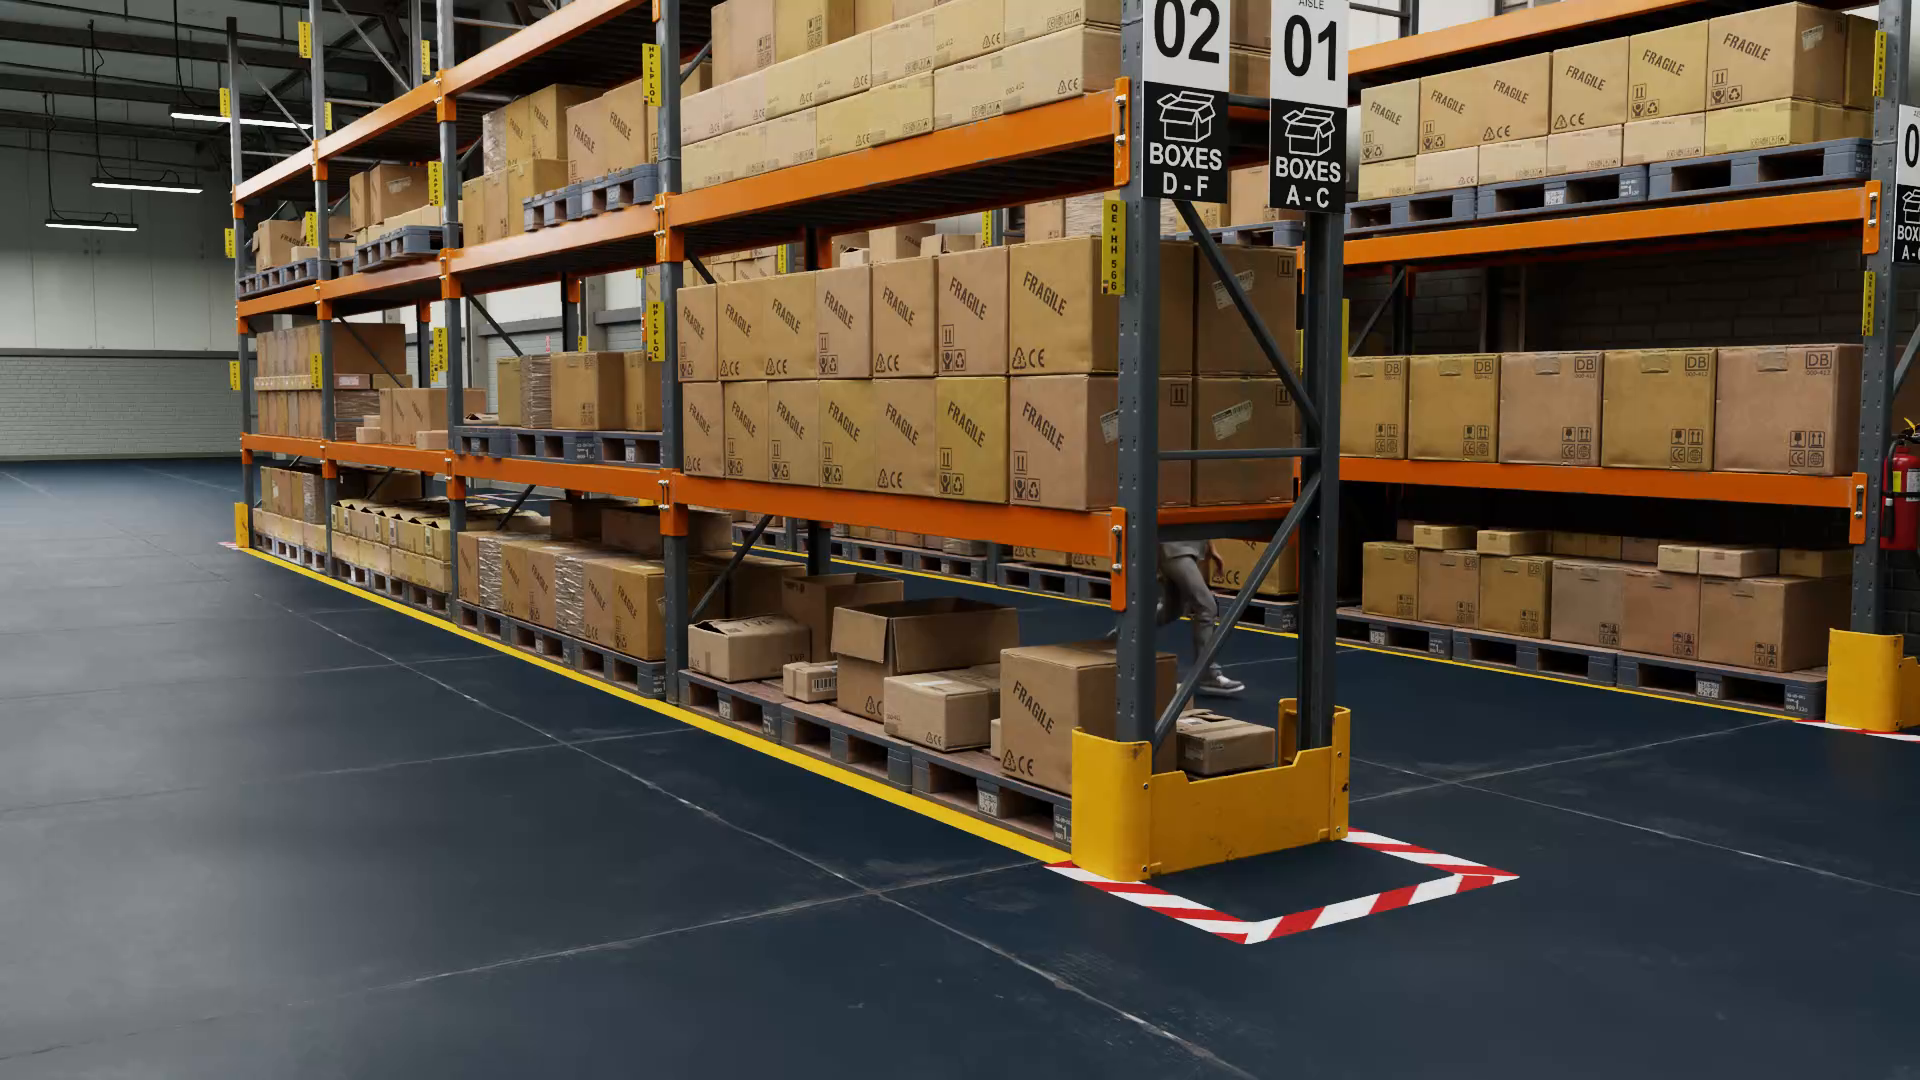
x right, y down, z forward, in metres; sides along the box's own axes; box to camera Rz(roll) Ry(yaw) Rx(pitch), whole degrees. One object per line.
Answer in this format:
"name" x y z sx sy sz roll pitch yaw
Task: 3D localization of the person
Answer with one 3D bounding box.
"person" 1.248 0.085 9.716 0.944 1.542 0.419 3 6 30
